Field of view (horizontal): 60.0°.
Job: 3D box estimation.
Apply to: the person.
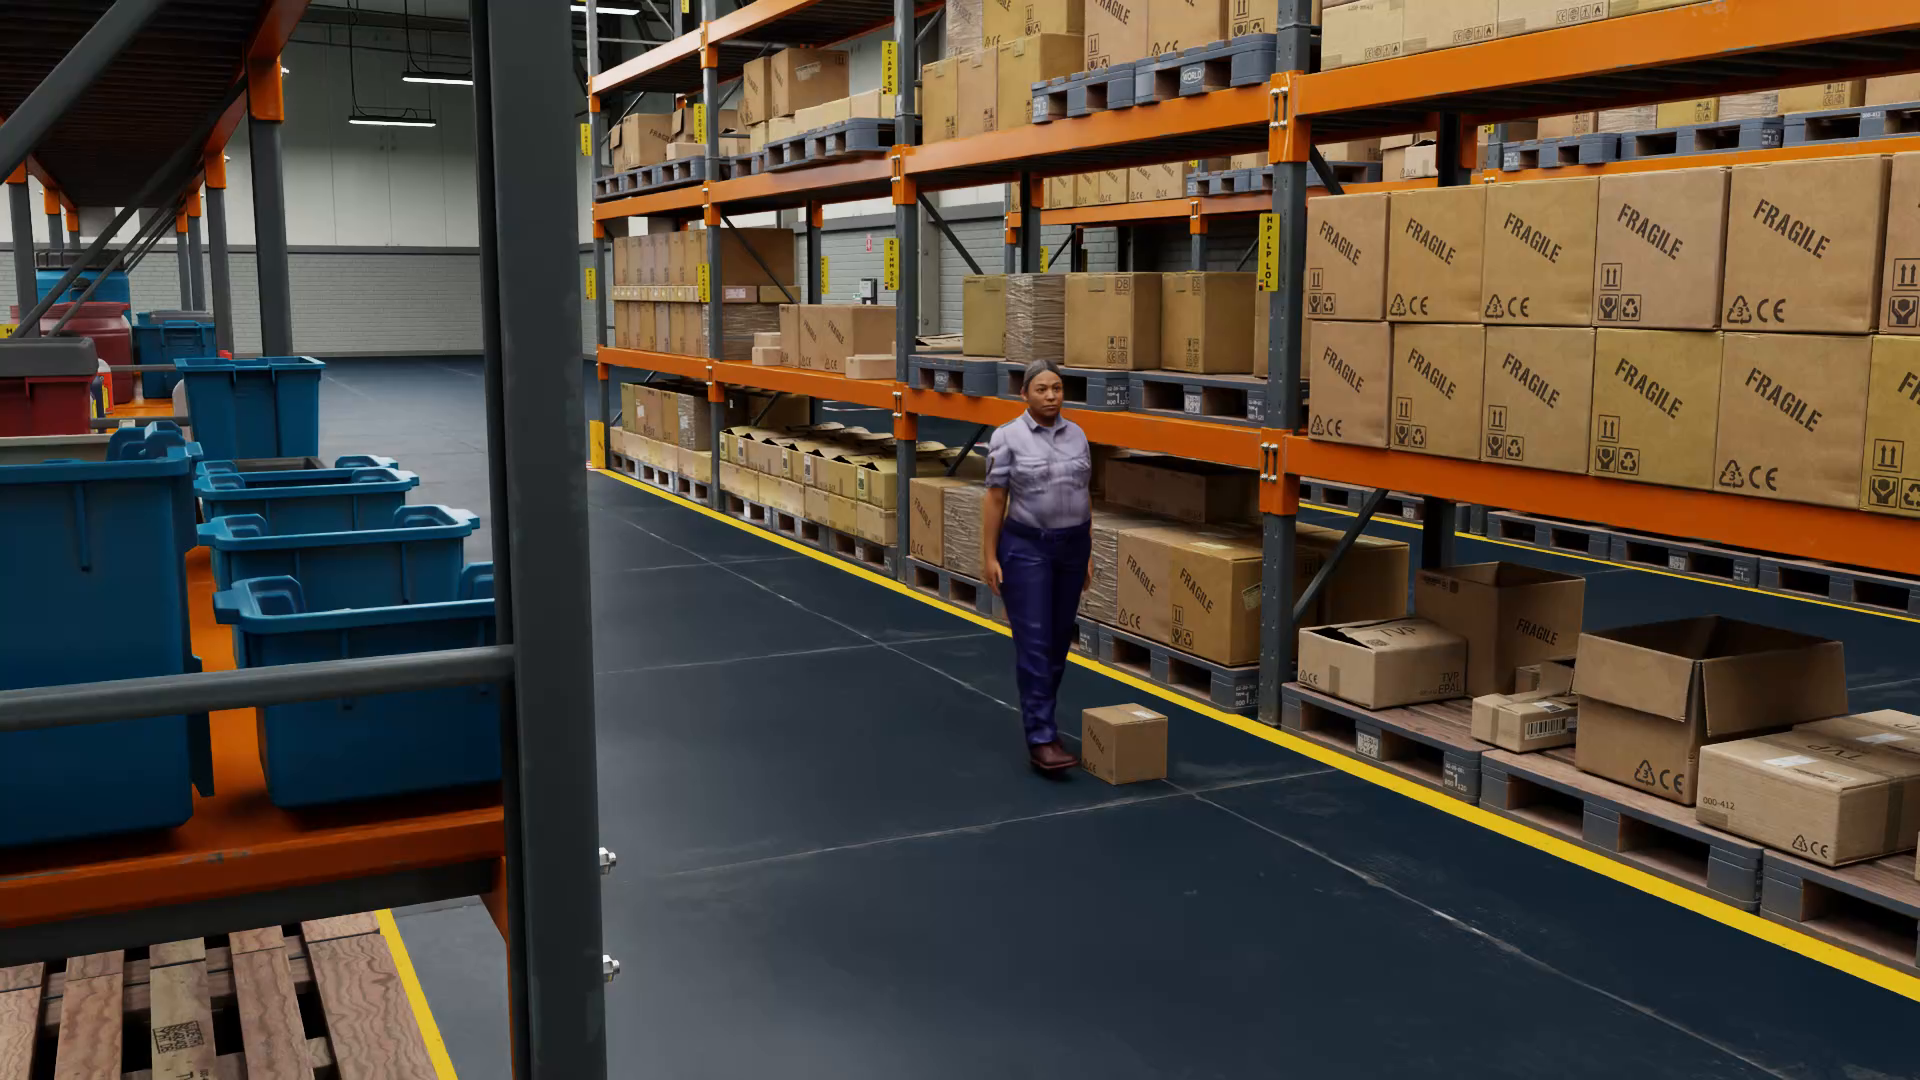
[{"bbox_3d":[0.400,0.089,6.778,0.489,1.635,0.693,-4,10,-27],"label":"person"}]
